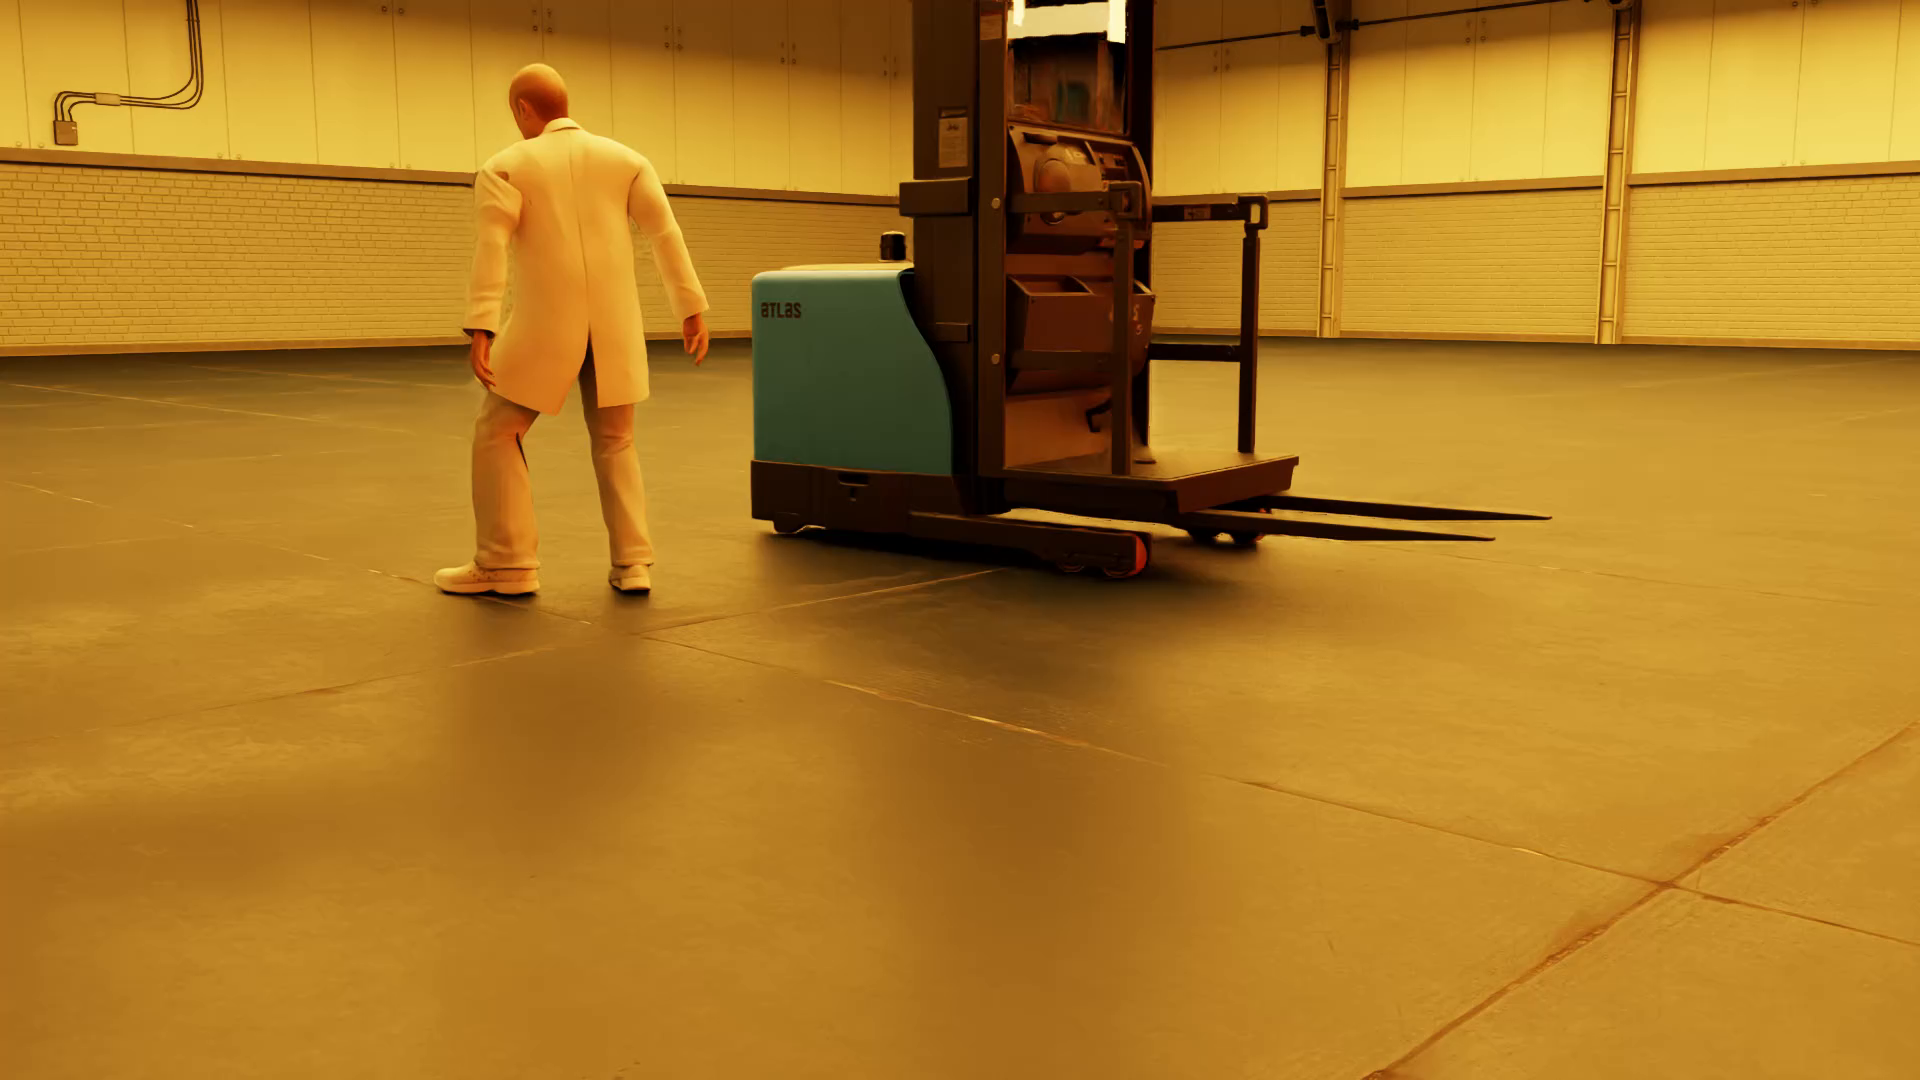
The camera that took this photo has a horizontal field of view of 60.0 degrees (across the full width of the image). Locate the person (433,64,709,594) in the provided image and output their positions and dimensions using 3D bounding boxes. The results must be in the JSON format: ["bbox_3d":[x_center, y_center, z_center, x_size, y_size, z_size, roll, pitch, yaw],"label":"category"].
[{"bbox_3d":[-1.289,-0.683,5.518,0.911,1.749,0.482,-4,10,-27],"label":"person"}]

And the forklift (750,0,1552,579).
[{"bbox_3d":[0.632,-1.403,6.189,3.031,2.935,1.130,6,10,35],"label":"forklift"}]
